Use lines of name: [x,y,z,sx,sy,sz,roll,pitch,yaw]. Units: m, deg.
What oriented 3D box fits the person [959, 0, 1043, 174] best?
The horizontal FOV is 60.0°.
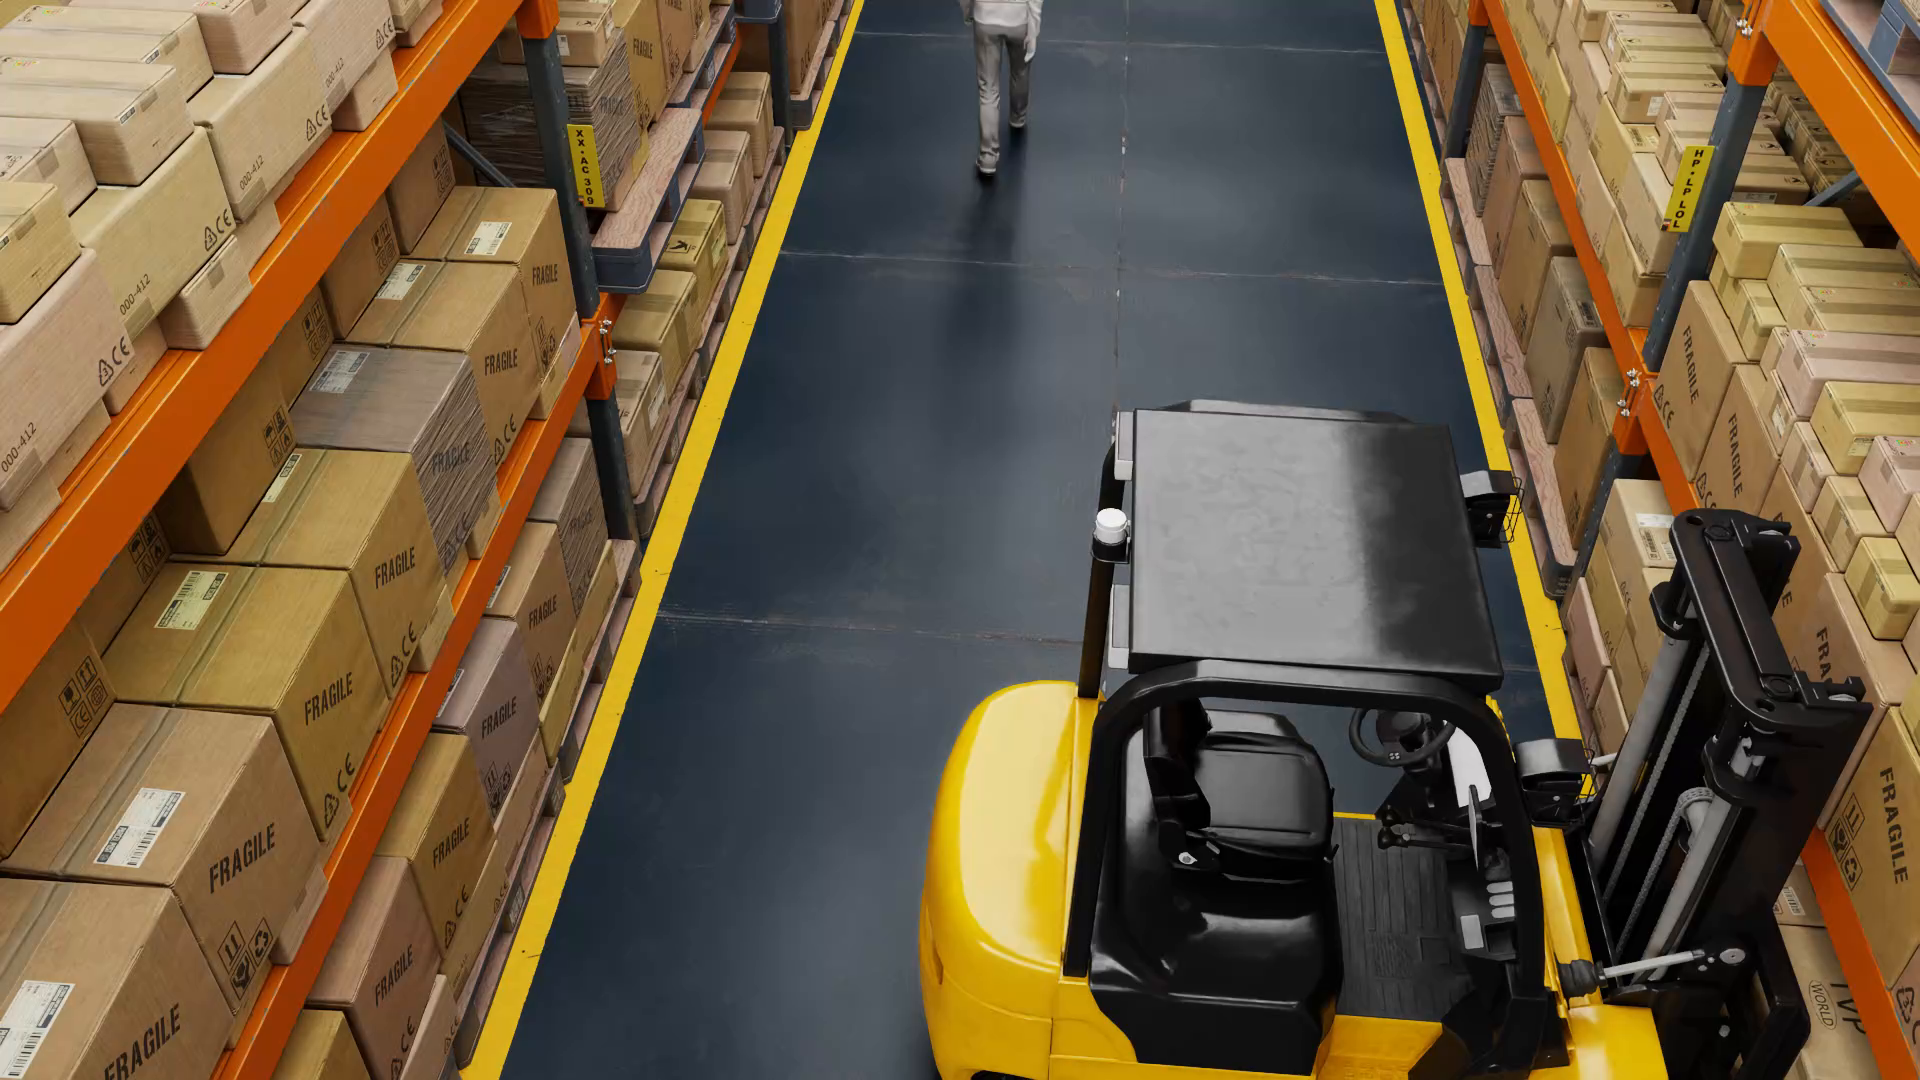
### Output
person: [0.235,-3.070,9.753,0.496,1.629,1.002,1,40,2]
